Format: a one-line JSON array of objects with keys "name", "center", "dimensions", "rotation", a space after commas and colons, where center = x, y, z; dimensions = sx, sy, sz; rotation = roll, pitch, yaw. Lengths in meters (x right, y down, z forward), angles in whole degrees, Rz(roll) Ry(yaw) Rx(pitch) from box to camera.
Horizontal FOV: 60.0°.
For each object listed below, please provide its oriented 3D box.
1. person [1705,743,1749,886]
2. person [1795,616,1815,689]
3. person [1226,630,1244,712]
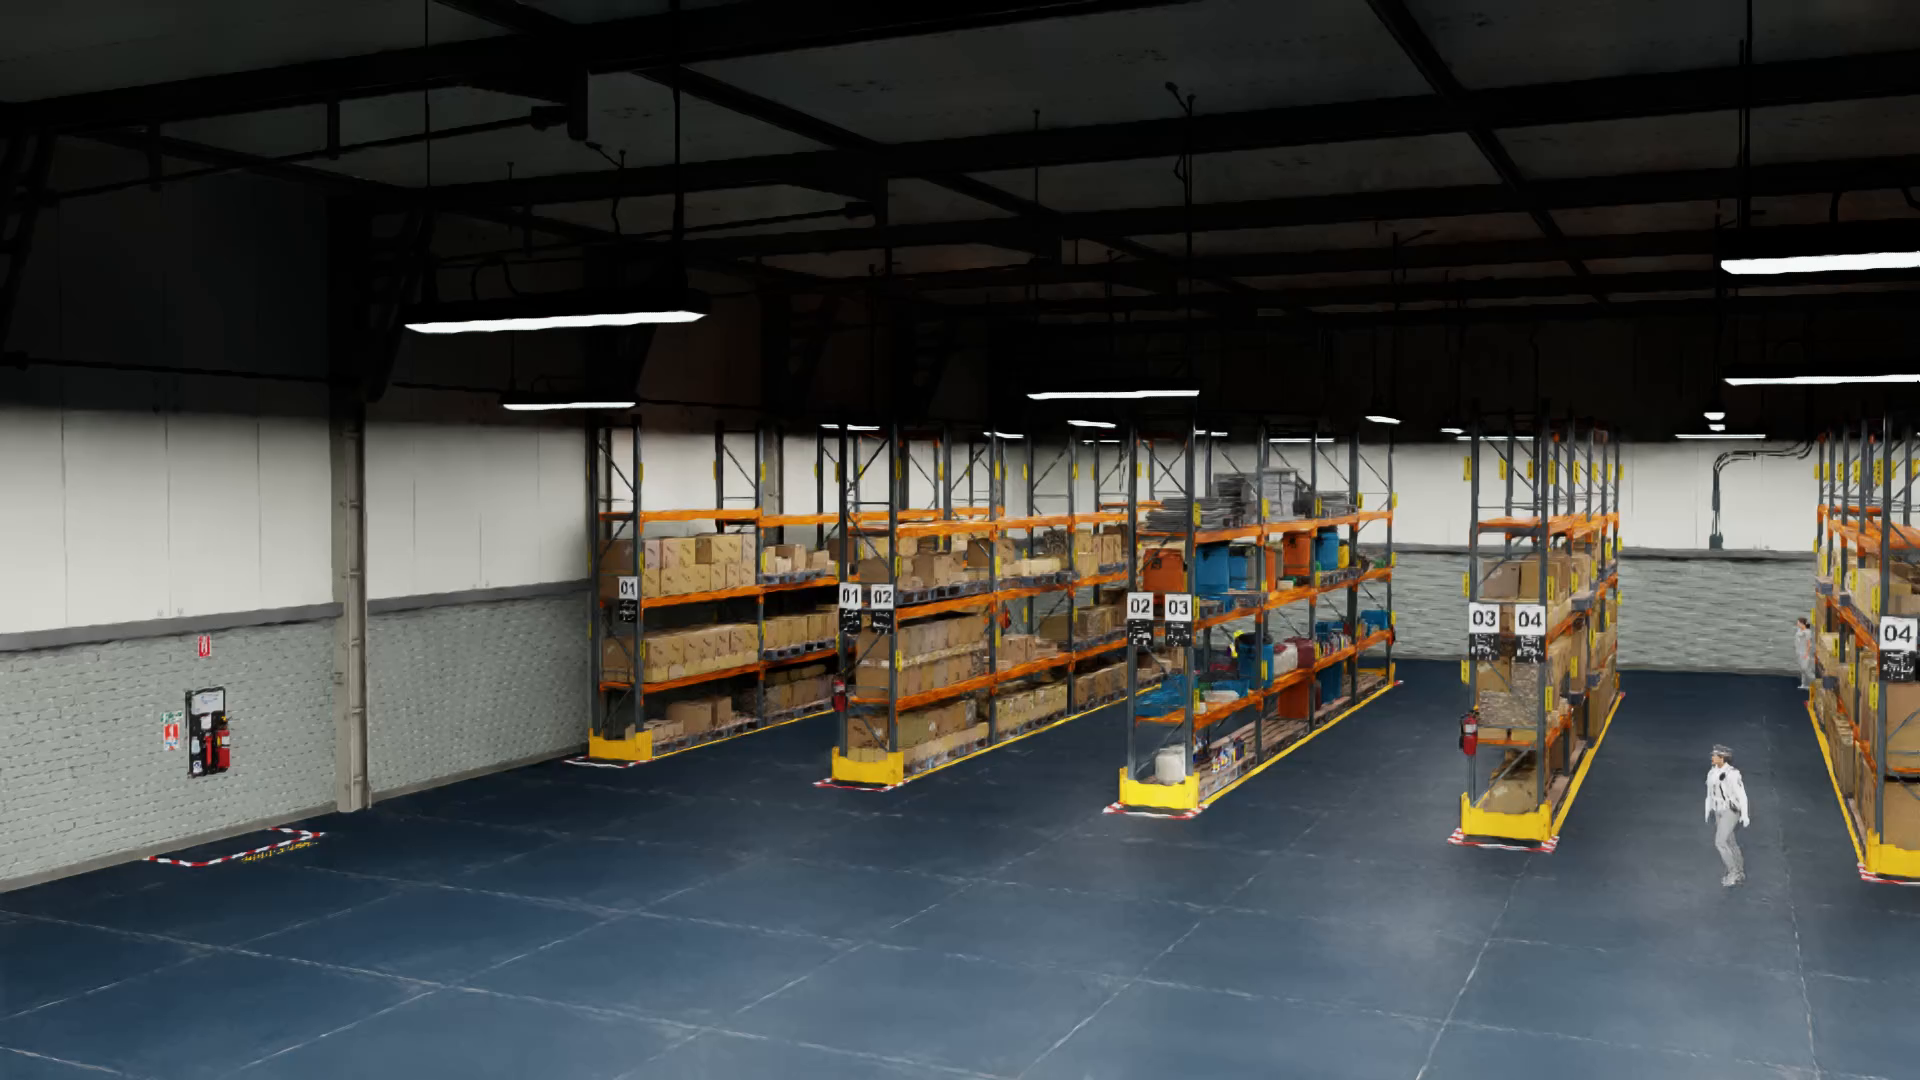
[{"name": "person", "center": [9.349, 3.325, 20.261], "dimensions": [0.467, 1.671, 0.579], "rotation": [0, 2, -8]}, {"name": "person", "center": [19.426, 2.585, 38.129], "dimensions": [0.448, 1.658, 0.626], "rotation": [0, 2, -6]}, {"name": "person", "center": [5.834, 2.716, 34.768], "dimensions": [0.577, 1.691, 1.121], "rotation": [1, 3, 27]}]
